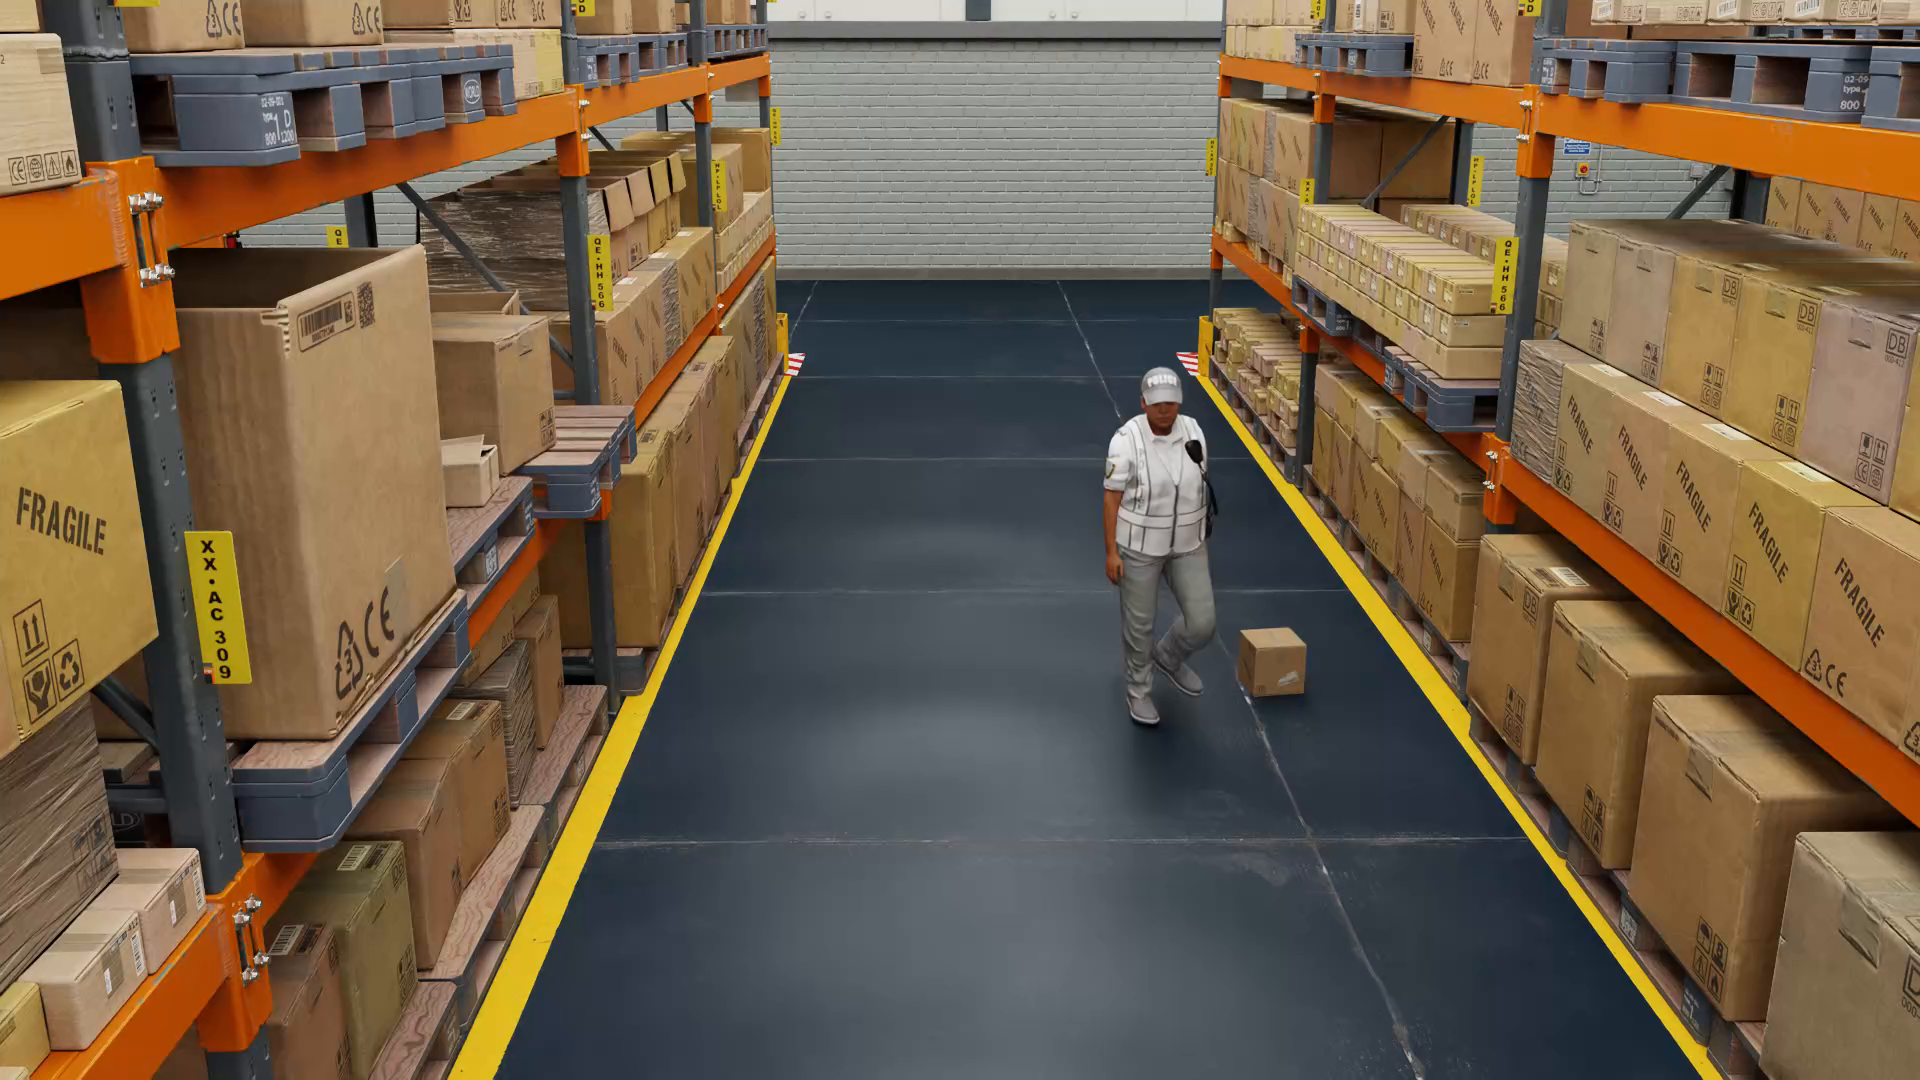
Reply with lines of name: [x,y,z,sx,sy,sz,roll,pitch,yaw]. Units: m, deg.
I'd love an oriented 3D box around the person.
person: [0.895,0.028,7.429,0.549,1.656,0.512,-4,18,-12]
